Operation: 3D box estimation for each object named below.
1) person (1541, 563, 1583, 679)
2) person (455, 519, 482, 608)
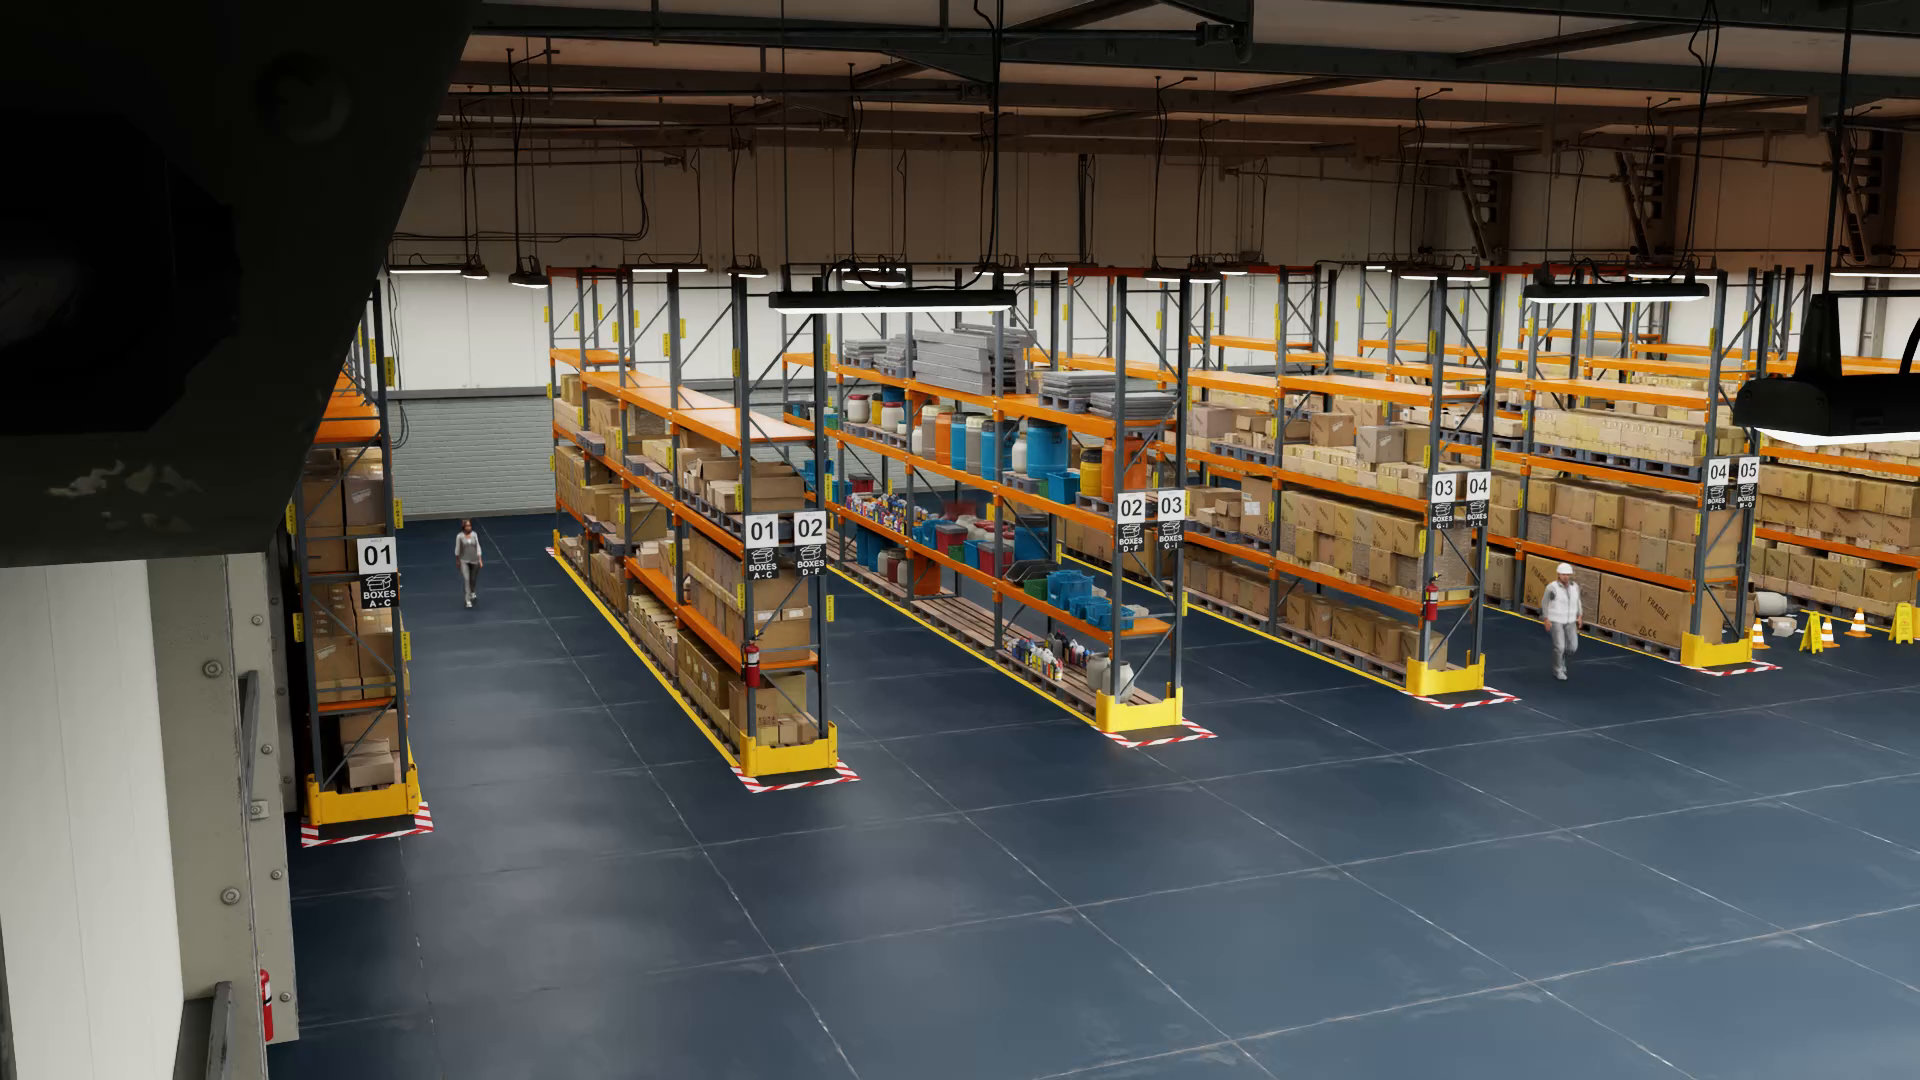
[{"bbox_3d":[8.961,1.184,24.826,0.612,1.757,0.565,-2,10,-12],"label":"person"},{"bbox_3d":[-8.822,0.385,29.849,0.450,1.540,0.972,-4,11,-22],"label":"person"}]
